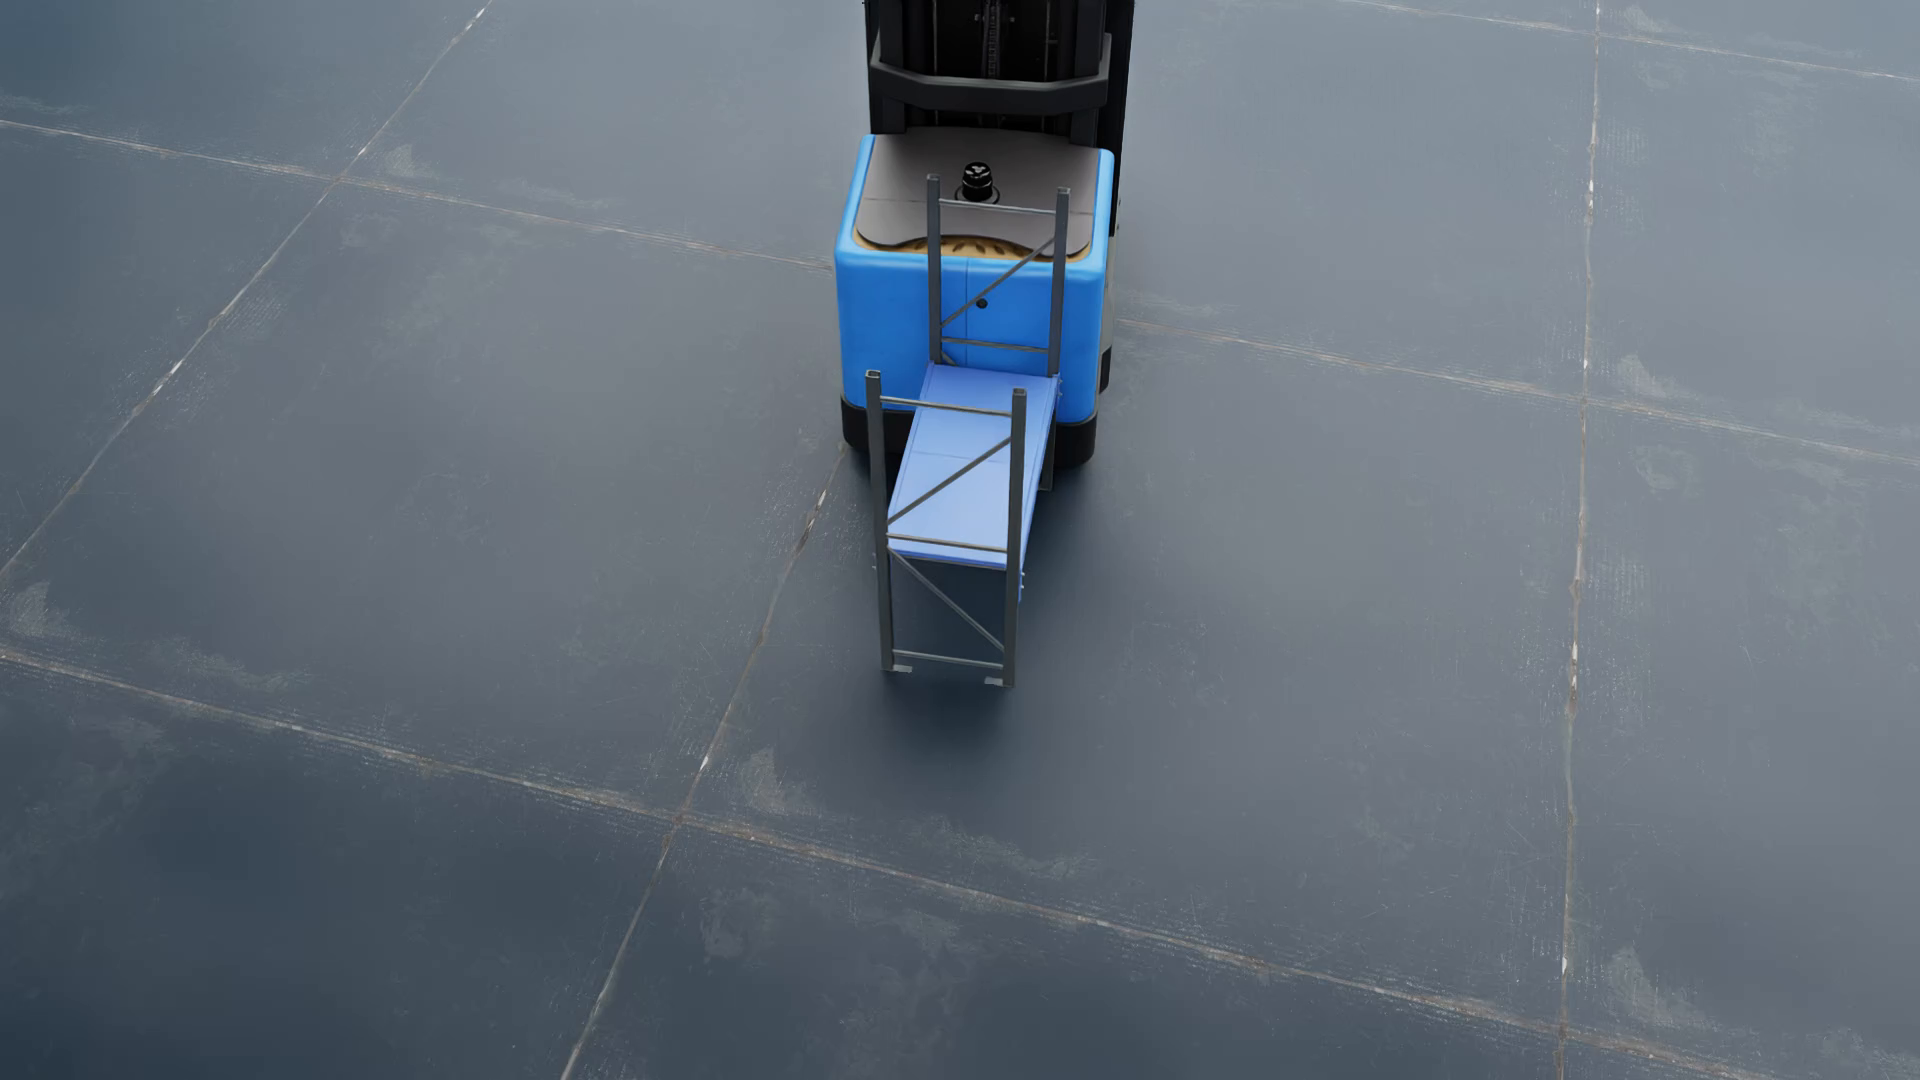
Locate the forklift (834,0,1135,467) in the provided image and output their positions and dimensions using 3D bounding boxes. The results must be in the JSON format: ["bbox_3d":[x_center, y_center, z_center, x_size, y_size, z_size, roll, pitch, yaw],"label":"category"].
[{"bbox_3d":[-7.663,2.336,2.652,15.389,2.935,17.233,5,49,4],"label":"forklift"}]

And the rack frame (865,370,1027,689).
[{"bbox_3d":[-0.043,0.013,5.657,0.500,1.500,0.032,7,49,7],"label":"rack frame"}]

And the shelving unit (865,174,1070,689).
[{"bbox_3d":[0.044,-0.362,5.988,0.538,1.500,1.048,7,49,7],"label":"shelving unit"}]

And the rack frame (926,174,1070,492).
[{"bbox_3d":[0.131,-0.738,6.319,0.500,1.500,0.032,7,49,7],"label":"rack frame"}]

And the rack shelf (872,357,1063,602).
[{"bbox_3d":[0.044,-0.243,6.123,0.538,0.185,1.000,7,49,7],"label":"rack shelf"}]
